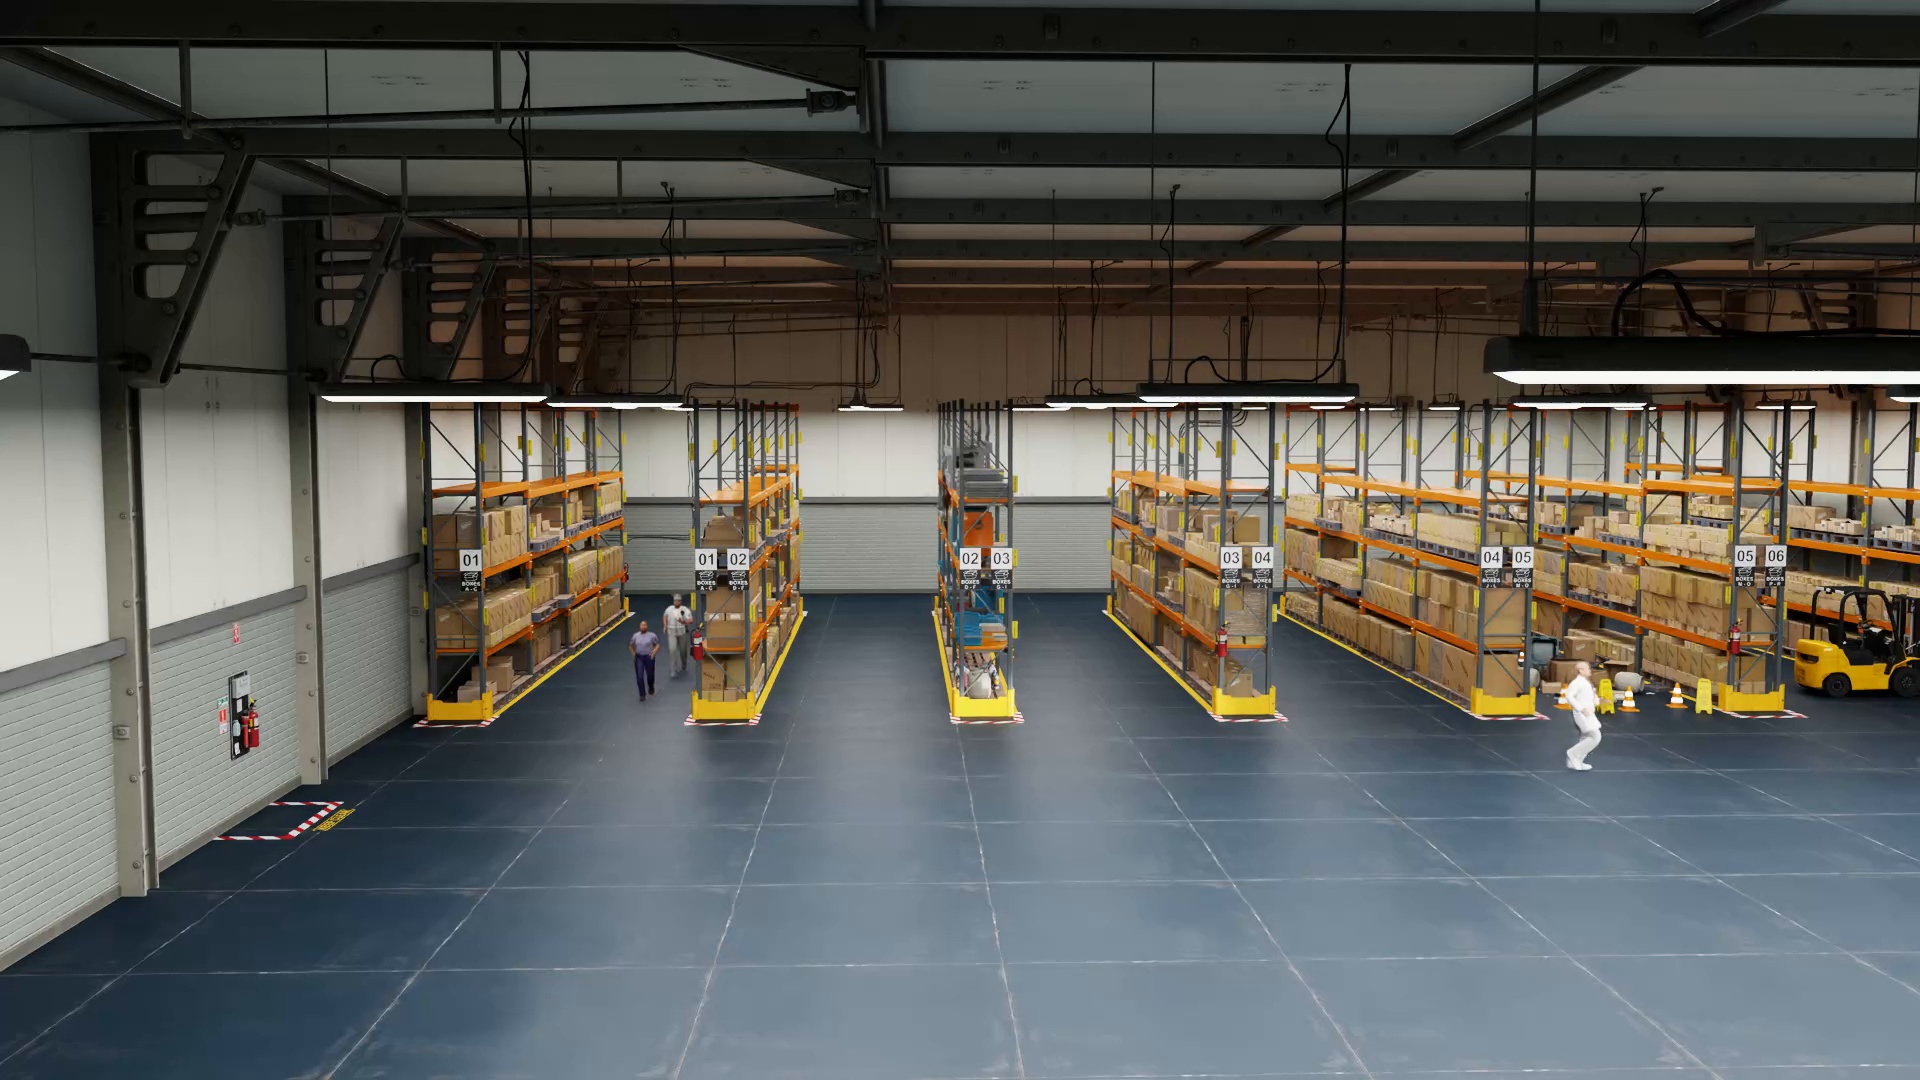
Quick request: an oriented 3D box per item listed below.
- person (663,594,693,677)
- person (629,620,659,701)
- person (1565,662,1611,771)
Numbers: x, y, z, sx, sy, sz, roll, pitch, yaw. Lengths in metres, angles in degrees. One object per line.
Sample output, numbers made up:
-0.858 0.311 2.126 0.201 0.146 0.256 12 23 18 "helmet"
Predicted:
-6.179 2.051 36.398 0.662 1.768 0.989 0 4 -5 "person"
-6.323 2.403 33.278 0.605 1.585 0.578 -1 4 -7 "person"
10.054 2.823 26.601 0.634 1.736 0.696 2 5 29 "person"
